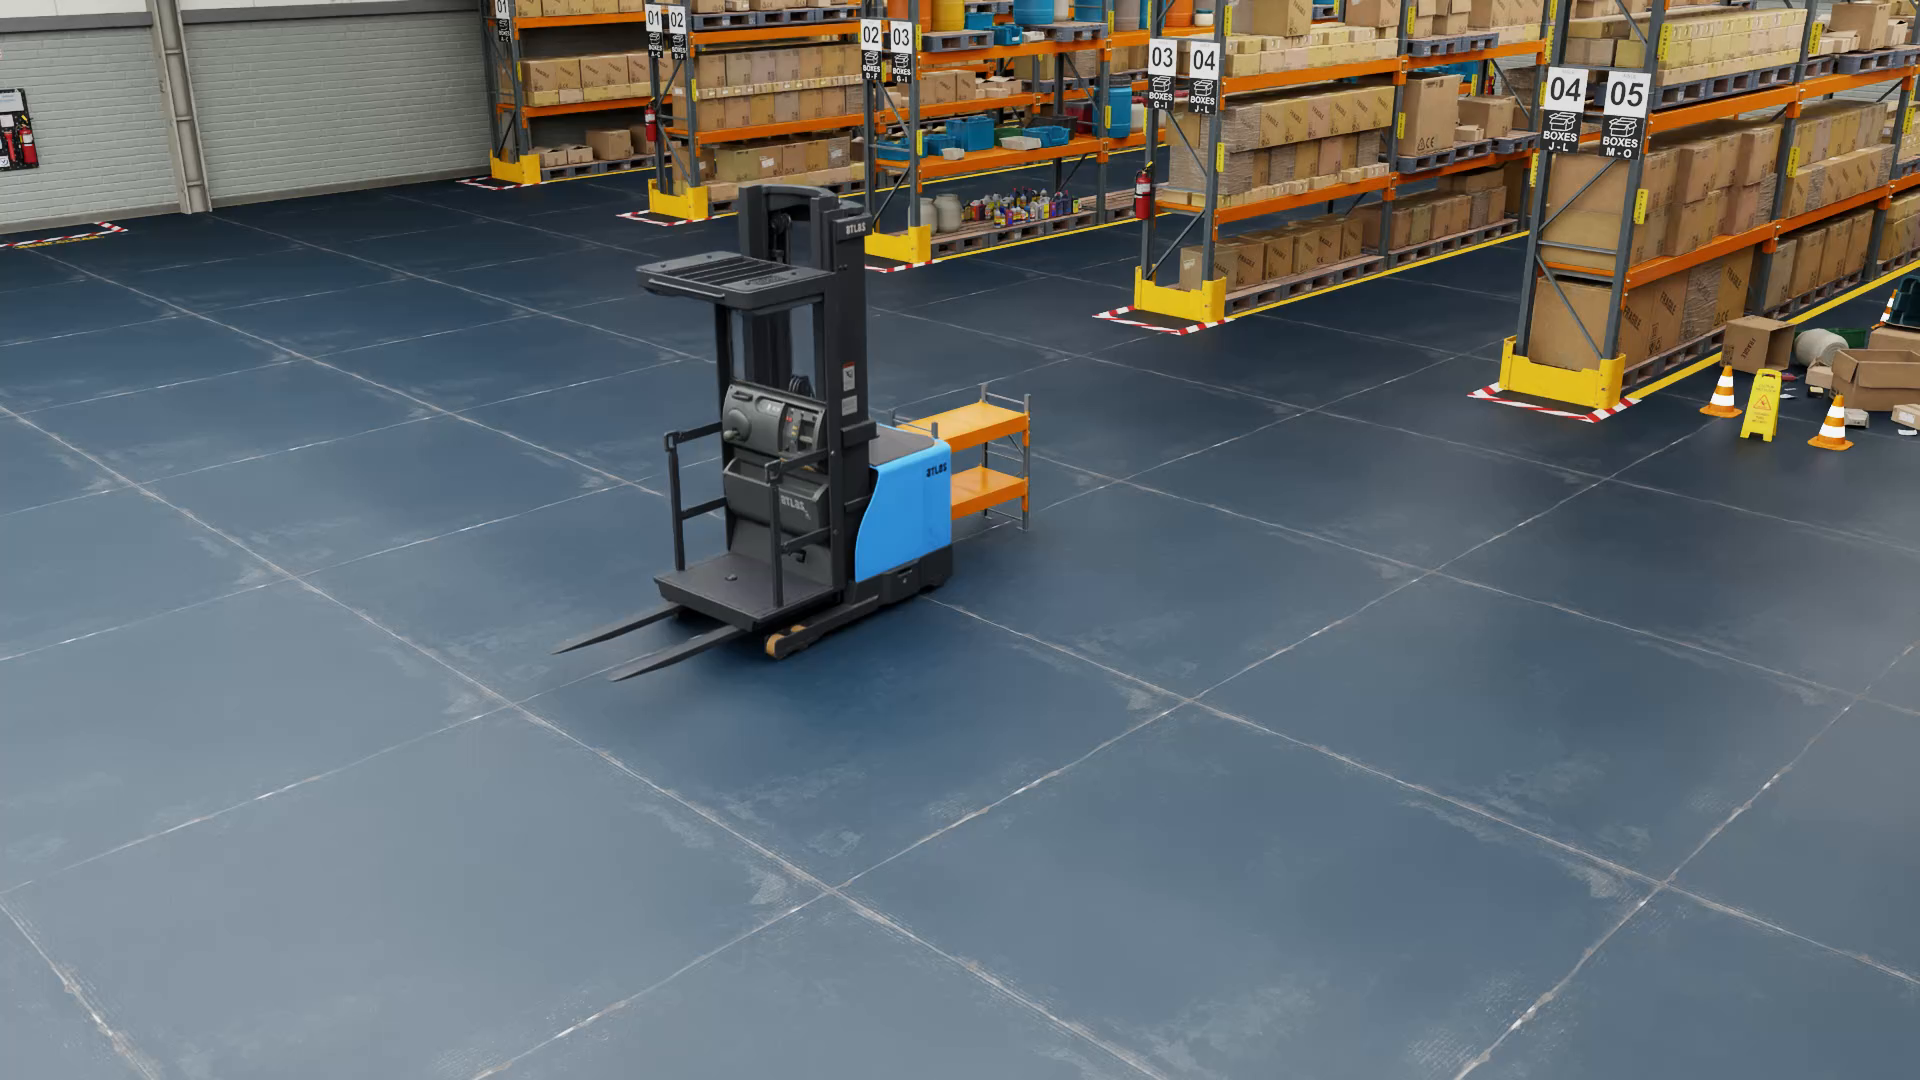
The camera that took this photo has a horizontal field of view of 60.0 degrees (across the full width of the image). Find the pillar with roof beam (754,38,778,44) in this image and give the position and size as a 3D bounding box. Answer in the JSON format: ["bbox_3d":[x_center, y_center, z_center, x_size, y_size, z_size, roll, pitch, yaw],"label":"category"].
[{"bbox_3d":[-0.900,-11.525,30.516,9.100,9.000,0.400,19,28,41],"label":"pillar with roof beam"}]

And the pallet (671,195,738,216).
[{"bbox_3d":[-3.983,-5.530,27.168,1.003,0.211,1.213,19,28,41],"label":"pallet"}]

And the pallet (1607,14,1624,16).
[{"bbox_3d":[10.376,-8.292,26.552,0.805,0.209,1.217,18,27,39],"label":"pallet"}]

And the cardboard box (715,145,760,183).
[{"bbox_3d":[-3.606,-6.098,26.962,0.500,0.500,0.500,19,28,41],"label":"cardboard box"}]

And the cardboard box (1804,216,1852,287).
[{"bbox_3d":[10.576,-3.720,21.121,0.750,0.750,1.050,-20,28,-41],"label":"cardboard box"}]

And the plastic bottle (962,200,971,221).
[{"bbox_3d":[0.095,-4.938,24.913,0.133,0.283,0.061,-19,28,-41],"label":"plastic bottle"}]

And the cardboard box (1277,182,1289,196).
[{"bbox_3d":[3.845,-4.363,20.596,0.380,0.149,0.250,19,28,41],"label":"cardboard box"}]

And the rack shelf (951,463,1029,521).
[{"bbox_3d":[0.005,-0.299,12.965,0.538,0.278,1.000,19,28,41],"label":"rack shelf"}]

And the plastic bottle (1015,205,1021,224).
[{"bbox_3d":[0.857,-4.817,24.617,0.097,0.271,0.097,0,21,0],"label":"plastic bottle"}]

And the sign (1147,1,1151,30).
[{"bbox_3d":[2.225,-6.102,19.353,0.100,0.325,0.005,19,28,41],"label":"sign"}]

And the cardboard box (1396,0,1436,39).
[{"bbox_3d":[5.798,-6.913,21.969,0.797,0.503,0.637,18,27,38],"label":"cardboard box"}]

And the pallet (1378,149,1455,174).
[{"bbox_3d":[6.036,-5.243,22.802,1.003,0.211,1.213,19,28,41],"label":"pallet"}]

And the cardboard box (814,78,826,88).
[{"bbox_3d":[-2.443,-7.618,27.669,0.380,0.149,0.250,19,28,40],"label":"cardboard box"}]

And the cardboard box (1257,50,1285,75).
[{"bbox_3d":[3.485,-5.668,19.667,0.500,0.250,0.500,18,28,39],"label":"cardboard box"}]

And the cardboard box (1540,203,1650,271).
[{"bbox_3d":[6.318,-3.054,16.629,0.875,0.550,0.550,19,28,41],"label":"cardboard box"}]

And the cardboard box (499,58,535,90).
[{"bbox_3d":[-7.862,-8.327,29.694,0.500,0.500,0.500,19,28,40],"label":"cardboard box"}]

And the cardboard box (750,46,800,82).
[{"bbox_3d":[-3.051,-7.802,27.245,0.700,0.500,0.500,19,28,41],"label":"cardboard box"}]

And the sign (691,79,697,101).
[{"bbox_3d":[-4.093,-6.925,25.594,0.100,0.325,0.005,19,28,41],"label":"sign"}]

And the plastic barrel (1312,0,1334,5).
[{"bbox_3d":[6.350,-9.822,28.982,0.600,0.901,0.708,19,28,41],"label":"plastic barrel"}]

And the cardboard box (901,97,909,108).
[{"bbox_3d":[-0.932,-7.712,29.308,0.380,0.149,0.250,19,28,41],"label":"cardboard box"}]

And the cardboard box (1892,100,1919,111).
[{"bbox_3d":[13.859,-6.332,24.303,0.250,0.149,0.380,-18,28,-39],"label":"cardboard box"}]

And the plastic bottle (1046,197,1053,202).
[{"bbox_3d":[1.350,-5.090,25.319,0.152,0.276,0.135,19,28,41],"label":"plastic bottle"}]

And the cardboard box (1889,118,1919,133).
[{"bbox_3d":[12.679,-5.560,22.294,0.380,0.149,0.250,18,27,38],"label":"cardboard box"}]

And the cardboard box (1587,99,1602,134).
[{"bbox_3d":[9.787,-6.698,26.180,0.500,0.500,0.500,19,28,41],"label":"cardboard box"}]

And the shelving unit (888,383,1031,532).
[{"bbox_3d":[0.005,-0.527,12.877,0.538,1.125,1.048,19,28,41],"label":"shelving unit"}]

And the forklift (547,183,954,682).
[{"bbox_3d":[-1.393,-0.782,11.024,1.130,2.935,3.031,17,27,38],"label":"forklift"}]

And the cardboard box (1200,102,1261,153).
[{"bbox_3d":[3.187,-4.870,19.615,0.500,0.500,0.500,19,28,41],"label":"cardboard box"}]

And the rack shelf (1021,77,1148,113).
[{"bbox_3d":[2.489,-8.859,32.946,1.077,0.370,4.000,19,28,41],"label":"rack shelf"}]

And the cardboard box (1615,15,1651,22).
[{"bbox_3d":[6.792,-5.207,16.773,0.380,0.149,0.250,19,28,41],"label":"cardboard box"}]

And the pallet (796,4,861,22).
[{"bbox_3d":[-2.273,-8.786,27.694,1.003,0.211,1.213,19,28,41],"label":"pallet"}]

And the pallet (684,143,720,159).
[{"bbox_3d":[-4.706,-7.790,33.049,1.003,0.211,1.213,19,28,41],"label":"pallet"}]

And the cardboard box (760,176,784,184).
[{"bbox_3d":[-3.258,-5.877,27.431,0.500,0.250,0.500,19,28,41],"label":"cardboard box"}]

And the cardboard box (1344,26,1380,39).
[{"bbox_3d":[5.127,-6.487,21.243,0.380,0.149,0.250,20,28,41],"label":"cardboard box"}]

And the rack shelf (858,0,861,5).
[{"bbox_3d":[-1.062,-11.498,35.631,1.077,0.370,4.000,19,28,41],"label":"rack shelf"}]

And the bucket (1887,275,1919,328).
[{"bbox_3d":[10.439,-2.475,17.776,0.620,0.611,0.726,1,19,-28],"label":"bucket"}]

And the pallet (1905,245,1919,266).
[{"bbox_3d":[13.070,-4.144,23.562,1.003,0.211,1.213,19,28,41],"label":"pallet"}]

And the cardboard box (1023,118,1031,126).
[{"bbox_3d":[1.579,-8.019,32.627,0.500,0.500,0.500,-19,28,-40],"label":"cardboard box"}]

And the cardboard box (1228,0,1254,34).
[{"bbox_3d":[3.509,-6.425,20.178,0.500,0.500,0.500,19,28,41],"label":"cardboard box"}]

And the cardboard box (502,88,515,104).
[{"bbox_3d":[-7.851,-7.971,29.814,0.500,0.250,0.500,-20,28,-41],"label":"cardboard box"}]

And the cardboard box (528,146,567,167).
[{"bbox_3d":[-7.491,-6.969,30.159,0.500,0.311,0.500,15,26,35],"label":"cardboard box"}]

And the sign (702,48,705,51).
[{"bbox_3d":[-4.854,-9.162,31.523,0.100,0.325,0.005,19,28,41],"label":"sign"}]

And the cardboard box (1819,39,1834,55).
[{"bbox_3d":[9.783,-5.635,18.999,0.250,0.149,0.380,19,28,41],"label":"cardboard box"}]

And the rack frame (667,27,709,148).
[{"bbox_3d":[-5.248,-8.892,32.027,1.000,3.000,0.127,19,28,41],"label":"rack frame"}]

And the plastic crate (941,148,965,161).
[{"bbox_3d":[-0.085,-5.410,23.337,0.298,0.136,0.250,19,28,41],"label":"plastic crate"}]

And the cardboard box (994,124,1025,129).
[{"bbox_3d":[0.905,-7.659,31.286,0.500,0.311,0.500,-19,28,-41],"label":"cardboard box"}]

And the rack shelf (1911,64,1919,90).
[{"bbox_3d":[13.068,-6.512,22.657,1.077,0.370,4.000,19,28,41],"label":"rack shelf"}]

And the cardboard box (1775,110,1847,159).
[{"bbox_3d":[10.288,-4.939,20.212,0.700,0.500,0.500,19,28,40],"label":"cardboard box"}]

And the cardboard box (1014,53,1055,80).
[{"bbox_3d":[1.453,-9.114,31.880,0.700,0.500,0.500,9,23,23],"label":"cardboard box"}]

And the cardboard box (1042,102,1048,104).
[{"bbox_3d":[1.640,-10.403,38.859,0.500,0.500,0.700,-19,28,-41],"label":"cardboard box"}]

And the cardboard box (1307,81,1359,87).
[{"bbox_3d":[4.903,-5.773,21.965,0.500,0.500,0.500,19,28,41],"label":"cardboard box"}]

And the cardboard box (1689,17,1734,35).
[{"bbox_3d":[7.440,-5.107,16.514,0.380,0.149,0.250,19,28,40],"label":"cardboard box"}]

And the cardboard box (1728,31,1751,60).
[{"bbox_3d":[7.668,-5.038,16.889,0.500,0.250,0.500,19,28,40],"label":"cardboard box"}]

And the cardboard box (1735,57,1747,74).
[{"bbox_3d":[7.793,-4.864,16.994,0.380,0.149,0.250,19,28,40],"label":"cardboard box"}]

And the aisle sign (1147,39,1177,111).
[{"bbox_3d":[2.350,-5.417,19.363,0.394,0.787,0.004,19,28,41],"label":"aisle sign"}]

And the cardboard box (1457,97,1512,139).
[{"bbox_3d":[7.524,-6.126,24.107,0.500,0.500,0.700,-15,26,-34],"label":"cardboard box"}]

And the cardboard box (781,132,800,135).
[{"bbox_3d":[-3.691,-8.522,33.937,0.700,0.500,0.500,19,28,40],"label":"cardboard box"}]

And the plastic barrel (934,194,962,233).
[{"bbox_3d":[-0.186,-4.736,24.097,0.421,0.512,0.421,0,21,0],"label":"plastic barrel"}]
